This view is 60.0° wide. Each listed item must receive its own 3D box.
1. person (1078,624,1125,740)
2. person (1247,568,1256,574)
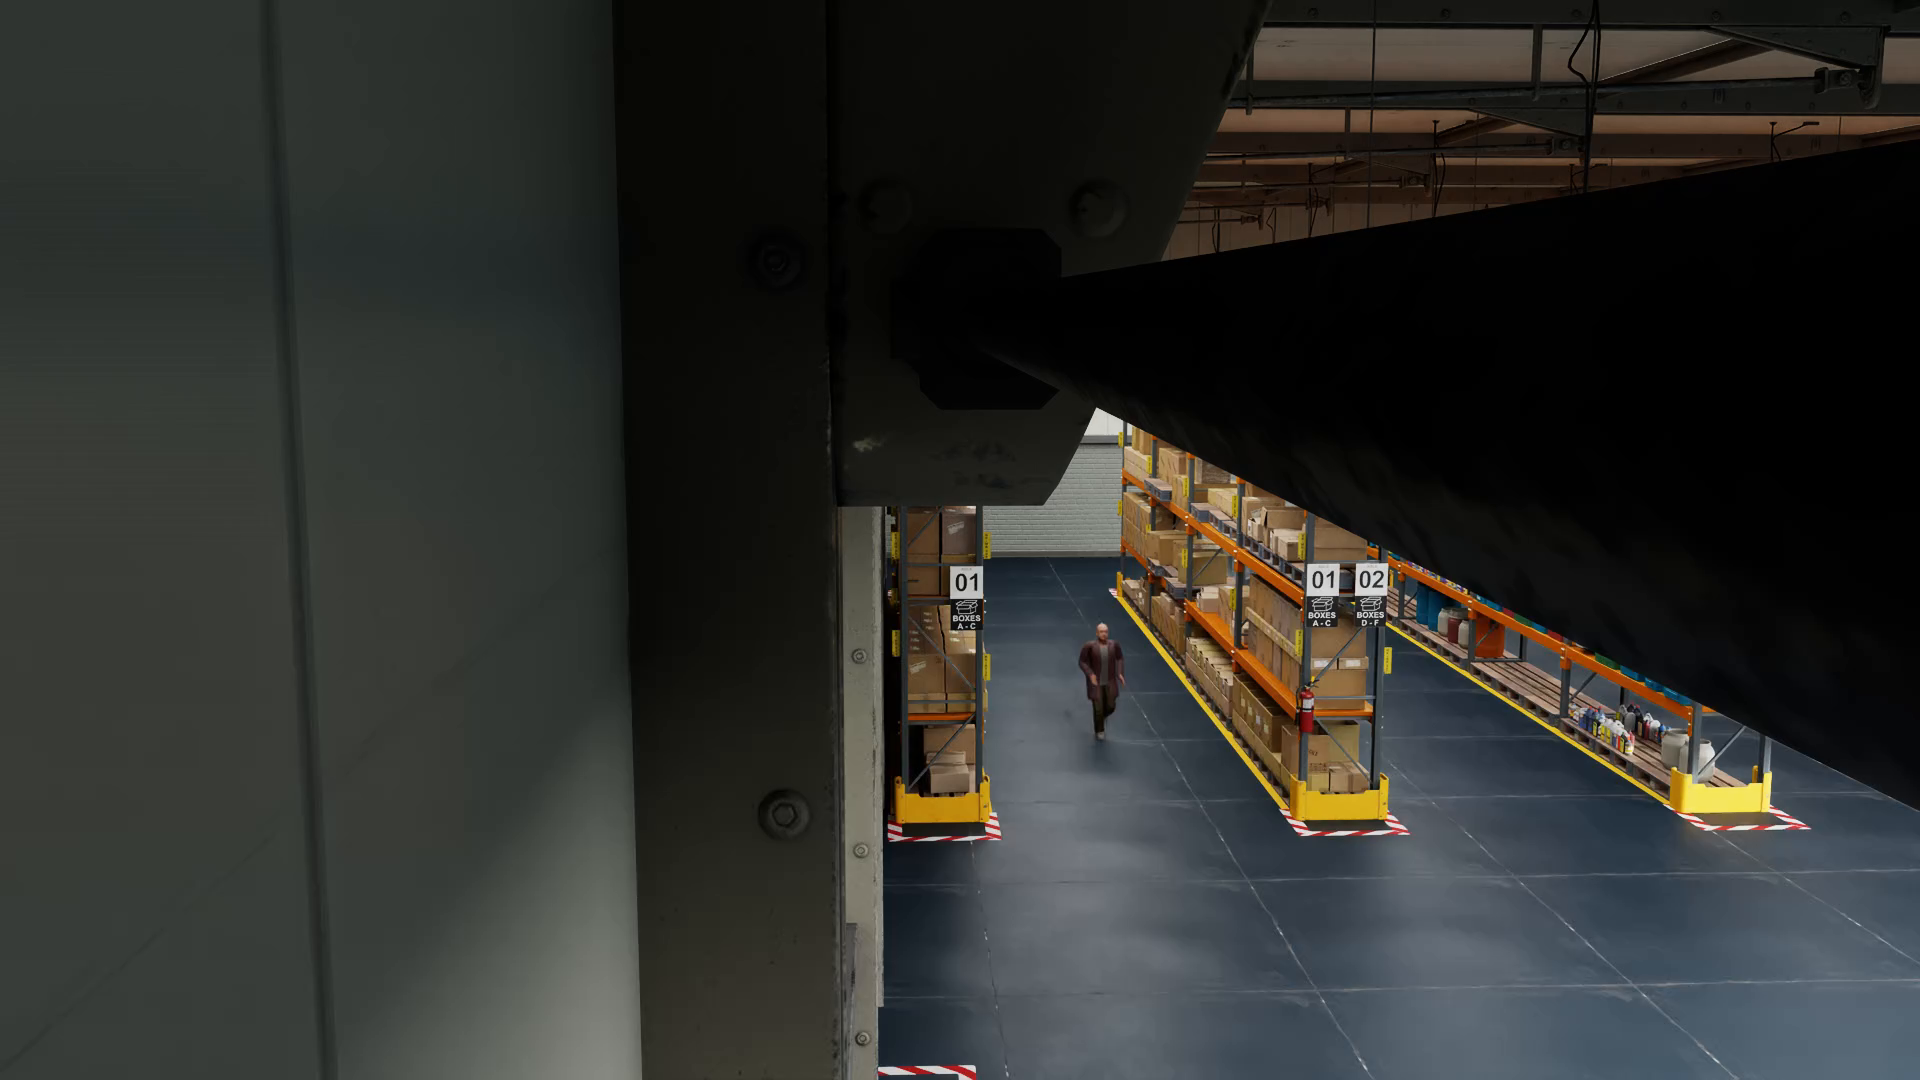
[{"bbox_3d":[2.078,2.069,24.367,0.699,1.724,0.668,-1,8,-9],"label":"person"},{"bbox_3d":[7.165,0.226,38.295,1.076,1.481,0.546,3,9,22],"label":"person"}]
